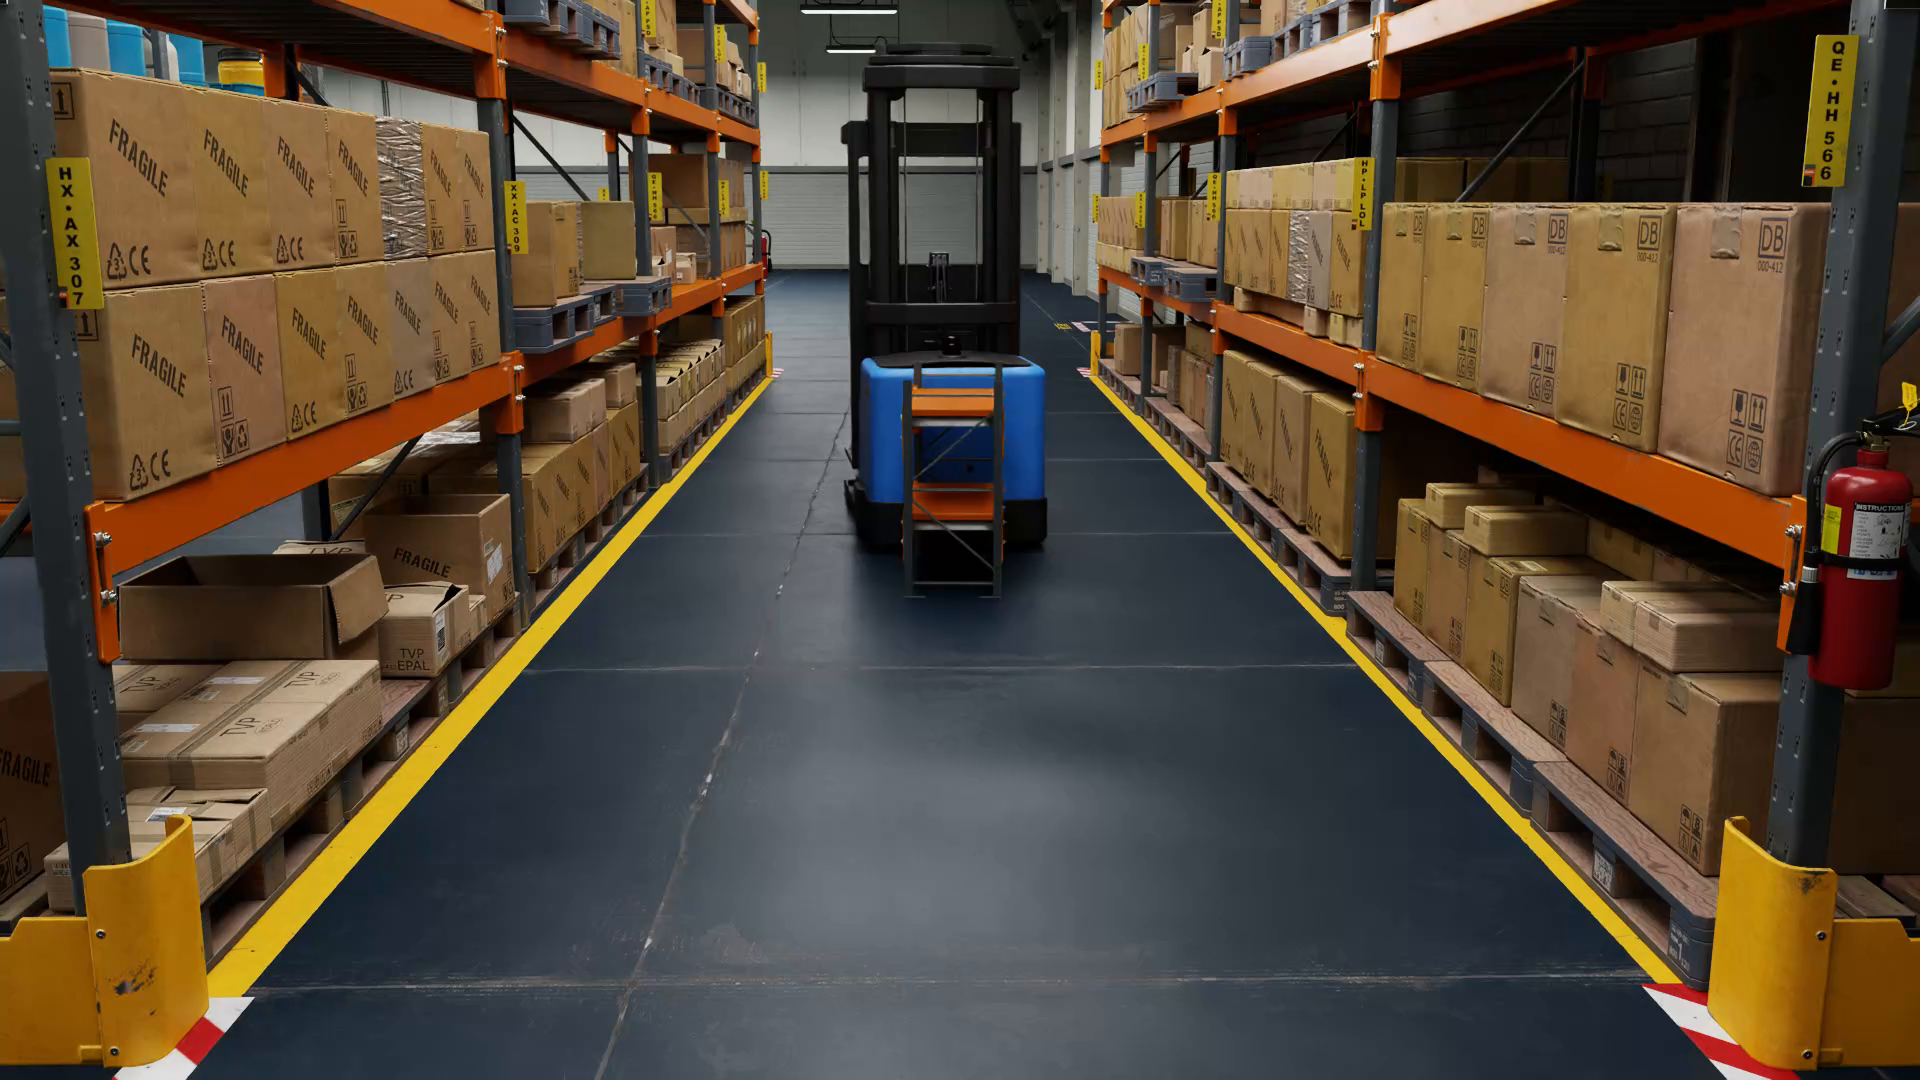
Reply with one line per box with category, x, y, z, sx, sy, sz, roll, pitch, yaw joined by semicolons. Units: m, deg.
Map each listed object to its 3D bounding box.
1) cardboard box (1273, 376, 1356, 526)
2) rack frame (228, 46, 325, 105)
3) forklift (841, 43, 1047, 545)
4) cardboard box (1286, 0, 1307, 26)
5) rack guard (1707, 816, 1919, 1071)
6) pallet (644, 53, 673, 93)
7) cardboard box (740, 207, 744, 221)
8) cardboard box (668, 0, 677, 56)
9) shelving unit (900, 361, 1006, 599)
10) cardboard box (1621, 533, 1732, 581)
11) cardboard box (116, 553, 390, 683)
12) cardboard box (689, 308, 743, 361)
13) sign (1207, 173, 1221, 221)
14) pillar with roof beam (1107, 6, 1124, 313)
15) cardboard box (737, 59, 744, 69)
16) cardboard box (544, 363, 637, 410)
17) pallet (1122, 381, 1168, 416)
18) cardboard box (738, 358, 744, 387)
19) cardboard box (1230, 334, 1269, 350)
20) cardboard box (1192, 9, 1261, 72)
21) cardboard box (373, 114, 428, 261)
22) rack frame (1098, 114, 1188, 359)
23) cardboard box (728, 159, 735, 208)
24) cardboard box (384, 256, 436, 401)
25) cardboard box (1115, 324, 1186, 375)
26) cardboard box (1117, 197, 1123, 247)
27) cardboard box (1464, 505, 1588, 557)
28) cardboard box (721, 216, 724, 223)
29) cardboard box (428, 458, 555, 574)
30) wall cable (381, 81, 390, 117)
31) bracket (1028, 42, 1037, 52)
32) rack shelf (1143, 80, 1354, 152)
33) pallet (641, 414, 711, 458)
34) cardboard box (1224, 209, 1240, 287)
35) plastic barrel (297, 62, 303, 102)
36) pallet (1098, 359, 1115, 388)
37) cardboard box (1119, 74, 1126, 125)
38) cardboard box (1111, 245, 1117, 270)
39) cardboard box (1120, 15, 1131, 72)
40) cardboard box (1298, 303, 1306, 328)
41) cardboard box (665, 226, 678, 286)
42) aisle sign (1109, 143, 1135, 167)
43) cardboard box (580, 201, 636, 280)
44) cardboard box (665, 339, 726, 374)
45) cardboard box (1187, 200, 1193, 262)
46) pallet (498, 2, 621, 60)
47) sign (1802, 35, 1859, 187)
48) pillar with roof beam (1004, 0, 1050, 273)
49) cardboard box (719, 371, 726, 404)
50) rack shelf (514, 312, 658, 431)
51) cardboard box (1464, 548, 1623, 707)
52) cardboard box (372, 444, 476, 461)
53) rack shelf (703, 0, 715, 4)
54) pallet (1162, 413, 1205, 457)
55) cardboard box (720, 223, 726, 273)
cardboard box;2.224;-0.516;9.411;0.750;0.750;0.750;0;11;1
rack frame;-7.764;-6.344;18.694;1.000;3.000;0.127;0;11;-1
forklift;-0.194;-1.652;10.831;1.130;2.935;3.031;-1;12;-7
cardboard box;2.437;-3.387;10.309;0.700;0.500;0.500;-1;12;-4
rack guard;2.472;0.966;4.039;1.175;0.500;0.348;0;11;-1
pallet;-2.750;-3.345;11.933;1.213;0.211;1.003;0;11;1
cardboard box;-2.601;-3.612;18.436;0.380;0.149;0.250;0;11;-2
cardboard box;-2.756;-4.475;14.463;0.500;0.500;0.500;0;11;0
shelving unit;-0.023;-0.352;8.967;0.538;1.125;1.048;0;11;1
cardboard box;2.531;0.071;5.764;0.380;0.149;0.250;0;11;-1
cardboard box;-2.520;0.344;5.993;0.797;0.503;0.637;0;11;-1
cardboard box;-2.444;-2.047;16.576;0.500;0.500;0.500;0;11;-1
sign;1.764;-2.378;11.525;0.100;0.325;0.005;0;11;-1
pillar with roof beam;-1.532;-8.616;29.897;9.100;9.000;0.400;0;11;-1
cardboard box;-2.804;-5.104;18.460;0.797;0.503;0.637;1;11;3
cardboard box;-2.387;-0.995;10.712;0.500;0.250;0.500;0;11;1
pallet;2.174;-1.416;16.507;1.003;0.211;1.213;0;11;-1
cardboard box;-2.441;-1.679;16.650;0.500;0.250;0.500;0;11;-1
cardboard box;2.290;-1.468;13.047;0.500;0.250;0.500;0;11;0
cardboard box;2.180;-4.020;13.477;0.500;0.500;0.500;-1;11;-3
cardboard box;-2.271;-1.275;6.034;0.500;0.500;0.500;0;11;-1
rack frame;2.141;-3.444;19.492;1.000;3.000;0.127;0;11;-1
cardboard box;-2.787;-3.800;17.730;0.700;0.500;0.500;0;11;-1
cardboard box;-2.272;-0.784;6.127;0.500;0.500;0.500;0;11;0
cardboard box;2.042;-2.037;17.738;0.700;0.500;0.500;-1;12;-5
cardboard box;1.889;-3.245;16.950;0.500;0.500;0.500;-1;11;-3
cardboard box;2.137;-0.036;6.290;0.380;0.149;0.250;-1;11;-3
cardboard box;-2.563;-3.252;16.662;0.380;0.149;0.250;-1;11;-3
cardboard box;-2.330;-0.125;8.313;0.500;0.500;0.500;-1;11;-4
wall cable;-18.340;-14.376;49.736;2.305;6.003;0.169;0;11;-1
bracket;2.054;-13.892;46.850;0.235;0.232;0.430;0;11;-1
rack shelf;2.265;-3.369;13.386;1.077;0.370;4.000;0;11;-1
pallet;-2.647;-0.872;13.826;1.003;0.211;1.213;0;11;-1
cardboard box;2.060;-1.961;11.130;0.500;0.500;0.500;0;11;1
plastic barrel;-7.627;-5.194;18.435;0.600;0.830;0.708;0;11;-1
pallet;2.124;-1.901;18.898;1.003;0.211;1.213;0;11;-1
cardboard box;1.920;-4.589;17.288;0.500;0.500;0.500;0;11;2
cardboard box;1.871;-2.977;17.517;0.500;0.250;0.500;0;11;-1
cardboard box;1.899;-4.979;16.696;0.500;0.500;0.500;-1;11;-3
cardboard box;2.116;-1.264;9.328;0.380;0.149;0.250;-1;11;-3
cardboard box;-2.719;-2.419;14.189;0.500;0.500;0.500;1;11;3
aisle sign;1.839;-4.731;19.297;0.394;0.787;0.004;0;11;-1
cardboard box;-2.521;-1.963;10.882;0.700;0.500;0.500;-4;12;-20
cardboard box;-2.434;-1.682;15.253;0.500;0.311;0.500;0;11;-1
cardboard box;2.249;-2.570;13.827;0.700;0.500;0.500;1;12;7
pallet;-2.532;-2.752;9.007;1.213;0.211;1.003;0;11;-1
sign;1.928;-0.948;3.678;0.100;0.325;0.005;0;11;-1
pillar with roof beam;-1.904;-12.194;47.534;9.100;9.000;0.548;0;11;-1
cardboard box;-2.431;-1.405;15.299;0.500;0.250;0.500;0;11;-2
rack shelf;-2.605;-1.083;9.661;1.077;0.370;4.000;0;11;-1
cardboard box;2.317;0.311;6.210;0.700;0.500;0.500;0;11;0
cardboard box;-2.863;-0.223;8.797;0.500;0.500;0.500;0;11;-1
rack shelf;-2.688;-4.622;13.023;1.077;0.370;4.000;0;11;-1
pallet;2.269;-0.885;13.888;1.003;0.211;1.213;0;11;-1
cardboard box;-2.769;-2.970;16.901;0.700;0.500;0.500;0;11;0
